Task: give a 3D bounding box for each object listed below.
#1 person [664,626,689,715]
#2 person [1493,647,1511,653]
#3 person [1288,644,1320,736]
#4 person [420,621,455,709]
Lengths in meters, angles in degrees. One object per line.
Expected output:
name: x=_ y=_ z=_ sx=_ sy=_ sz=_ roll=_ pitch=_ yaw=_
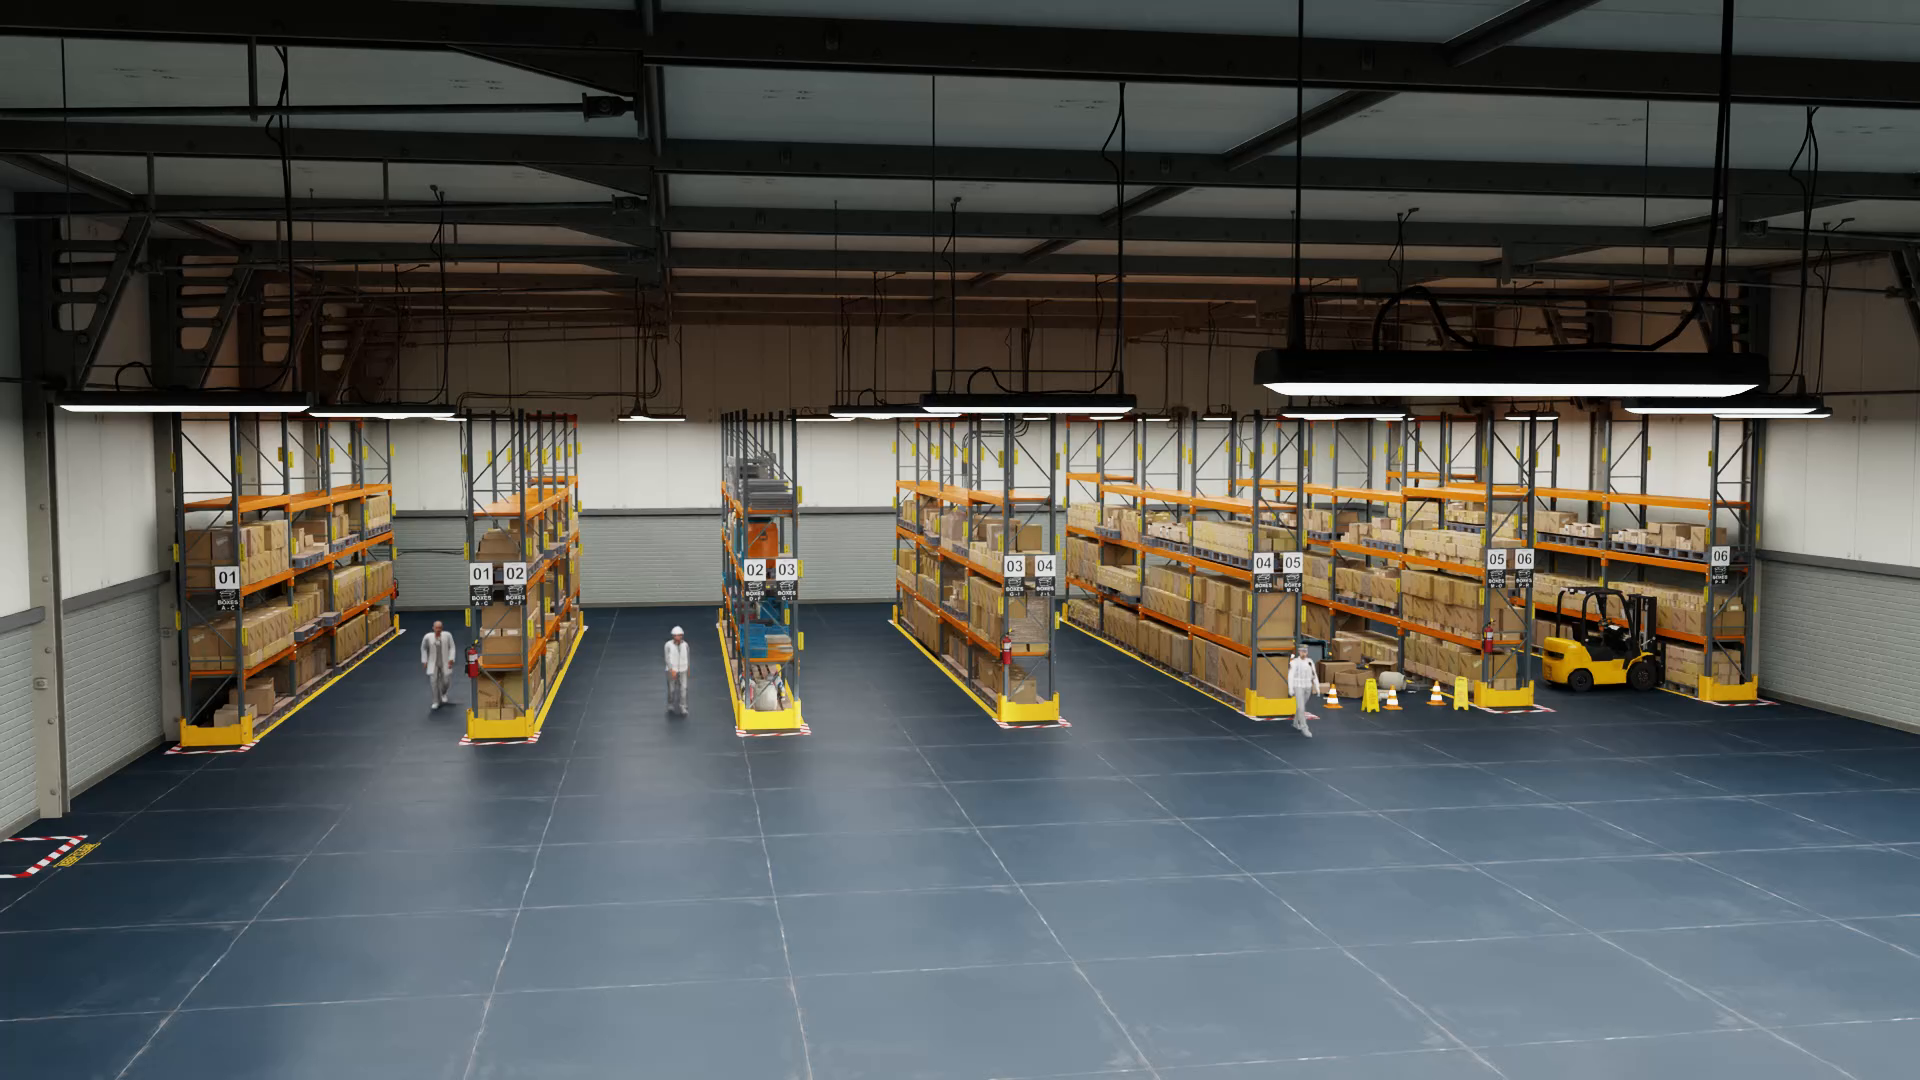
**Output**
person: x=-5.559 y=2.559 z=32.808 sx=0.537 sy=1.710 sz=1.015 roll=-2 pitch=4 yaw=-25
person: x=12.610 y=2.202 z=38.636 sx=0.540 sy=1.784 sz=0.599 roll=-1 pitch=4 yaw=-15
person: x=6.363 y=2.744 z=30.727 sx=0.506 sy=1.653 sz=0.848 roll=-1 pitch=4 yaw=-17
person: x=-10.588 y=2.501 z=33.733 sx=0.668 sy=1.763 sz=0.755 roll=-1 pitch=4 yaw=-20
